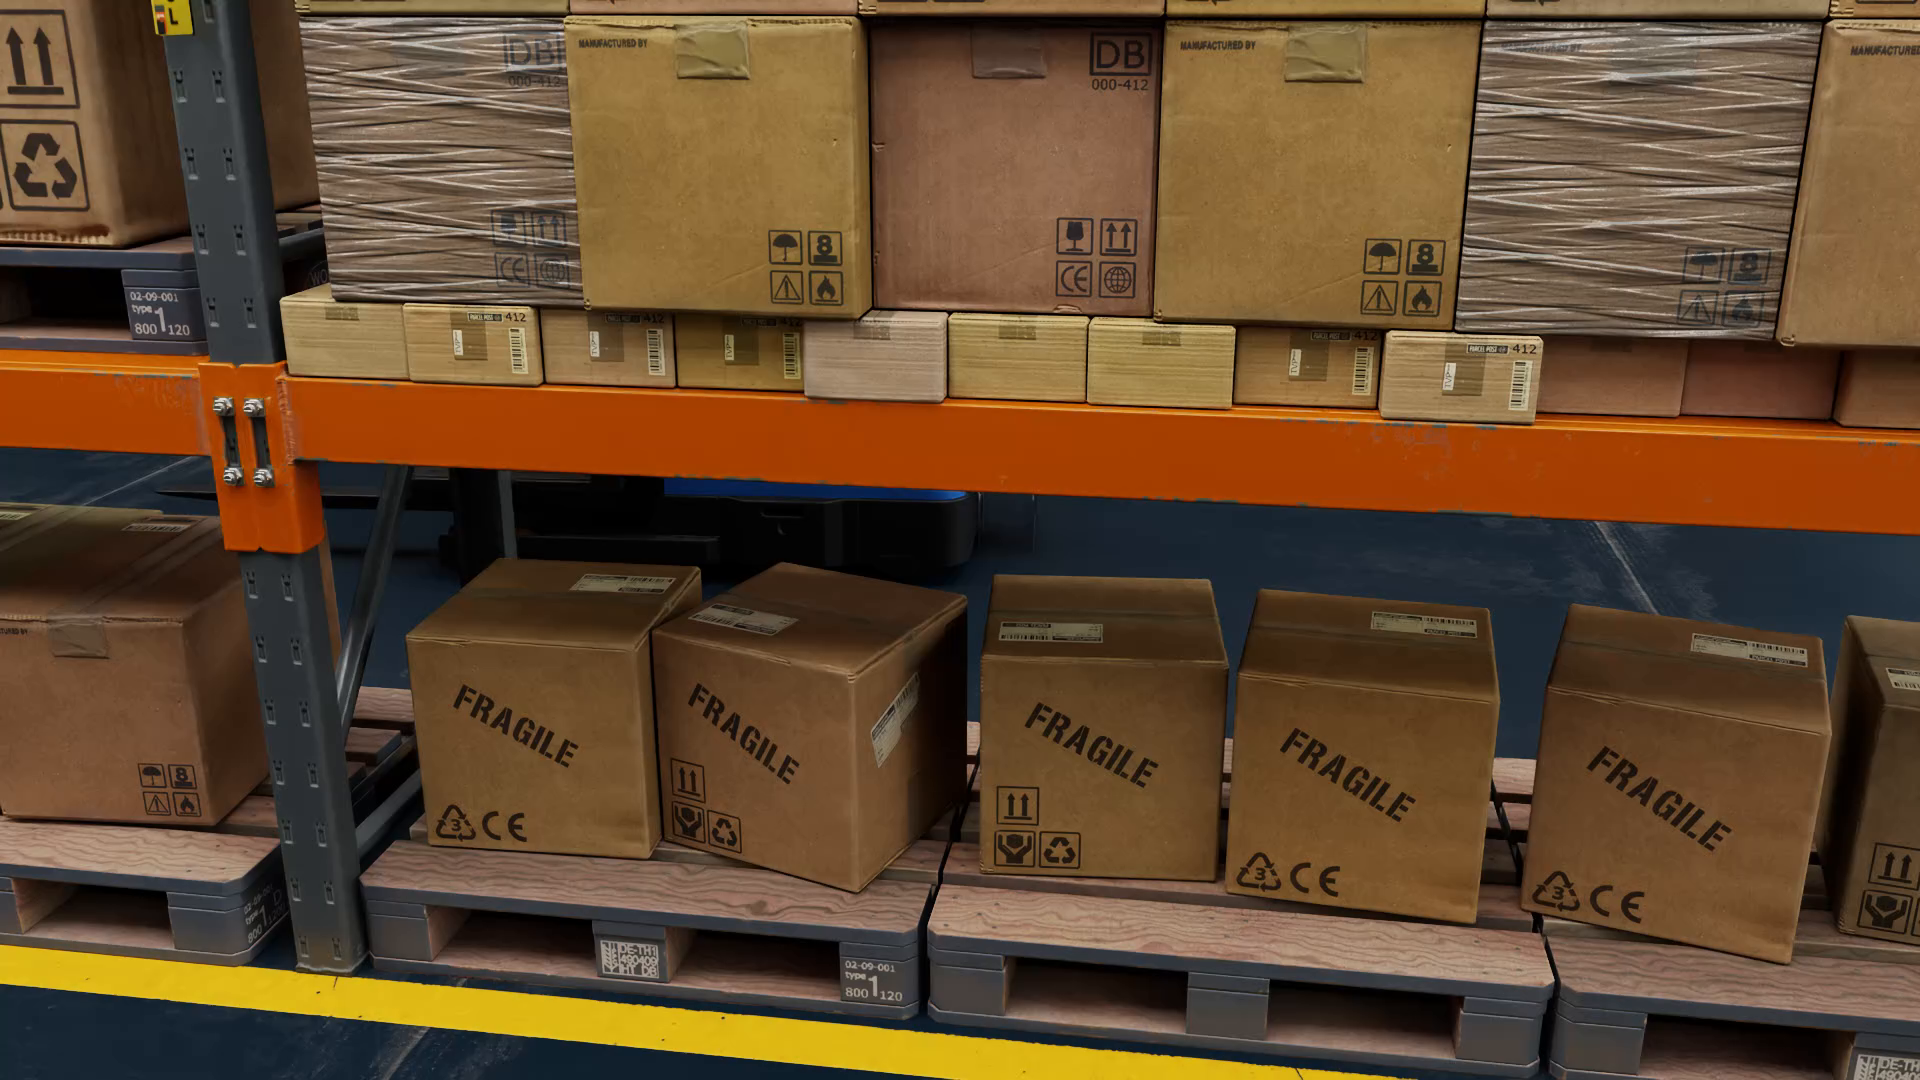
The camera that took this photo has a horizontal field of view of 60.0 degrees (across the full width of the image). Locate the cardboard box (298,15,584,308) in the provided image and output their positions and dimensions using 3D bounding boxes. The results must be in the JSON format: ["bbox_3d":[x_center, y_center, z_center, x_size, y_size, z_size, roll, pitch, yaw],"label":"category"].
[{"bbox_3d":[-0.839,-0.800,3.340,0.500,0.500,0.875,3,19,9],"label":"cardboard box"}]

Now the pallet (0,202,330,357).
[{"bbox_3d":[-2.005,-0.646,3.810,1.213,0.211,1.003,3,19,9],"label":"pallet"}]

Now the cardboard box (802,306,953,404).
[{"bbox_3d":[-0.124,-0.373,3.088,0.250,0.149,0.380,3,19,9],"label":"cardboard box"}]

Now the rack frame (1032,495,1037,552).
[{"bbox_3d":[0.281,-0.422,6.145,0.006,0.900,0.240,1,19,4],"label":"rack frame"}]

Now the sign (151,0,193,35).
[{"bbox_3d":[-1.358,-1.028,2.824,0.005,0.325,0.100,3,19,9],"label":"sign"}]

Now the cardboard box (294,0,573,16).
[{"bbox_3d":[-0.869,-1.214,3.001,0.500,0.500,0.500,3,19,9],"label":"cardboard box"}]

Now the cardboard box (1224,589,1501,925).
[{"bbox_3d":[0.852,0.441,3.536,0.500,0.500,0.500,5,19,14],"label":"cardboard box"}]

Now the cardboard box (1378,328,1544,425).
[{"bbox_3d":[0.864,-0.325,2.943,0.250,0.149,0.380,3,19,9],"label":"cardboard box"}]

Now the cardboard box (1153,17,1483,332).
[{"bbox_3d":[0.646,-0.732,3.137,0.500,0.500,0.875,3,19,9],"label":"cardboard box"}]

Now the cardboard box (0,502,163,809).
[{"bbox_3d":[-2.344,0.256,4.057,0.500,0.500,0.700,3,19,8],"label":"cardboard box"}]

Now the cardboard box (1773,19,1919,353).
[{"bbox_3d":[1.625,-0.664,2.935,0.500,0.500,0.875,3,19,9],"label":"cardboard box"}]

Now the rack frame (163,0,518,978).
[{"bbox_3d":[-1.273,-0.653,3.528,0.127,3.000,1.000,3,19,9],"label":"rack frame"}]

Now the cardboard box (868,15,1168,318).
[{"bbox_3d":[0.159,-0.770,3.251,0.500,0.500,0.875,3,19,9],"label":"cardboard box"}]

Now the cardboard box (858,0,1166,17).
[{"bbox_3d":[0.118,-1.164,2.851,0.500,0.500,0.500,3,19,9],"label":"cardboard box"}]

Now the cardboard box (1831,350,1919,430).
[{"bbox_3d":[1.616,-0.309,2.896,0.250,0.149,0.380,3,19,9],"label":"cardboard box"}]

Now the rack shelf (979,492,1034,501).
[{"bbox_3d":[0.180,-0.222,6.220,0.200,0.077,0.258,1,19,4],"label":"rack shelf"}]

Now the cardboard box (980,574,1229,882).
[{"bbox_3d":[0.308,0.399,3.662,0.500,0.500,0.500,1,19,4],"label":"cardboard box"}]

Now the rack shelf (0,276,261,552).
[{"bbox_3d":[-3.248,-0.413,3.943,4.000,0.370,1.077,3,19,9],"label":"rack shelf"}]

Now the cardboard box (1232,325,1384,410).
[{"bbox_3d":[0.629,-0.359,3.046,0.250,0.149,0.380,3,19,9],"label":"cardboard box"}]

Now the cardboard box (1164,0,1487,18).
[{"bbox_3d":[0.614,-1.142,2.786,0.500,0.500,0.500,3,19,9],"label":"cardboard box"}]

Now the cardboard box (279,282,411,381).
[{"bbox_3d":[-1.109,-0.429,3.254,0.250,0.149,0.380,3,19,9],"label":"cardboard box"}]

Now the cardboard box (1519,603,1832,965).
[{"bbox_3d":[1.467,0.478,3.424,0.500,0.500,0.500,8,20,23],"label":"cardboard box"}]

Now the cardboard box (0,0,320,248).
[{"bbox_3d":[-2.035,-1.221,3.617,1.000,1.000,1.000,3,19,9],"label":"cardboard box"}]

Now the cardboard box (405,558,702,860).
[{"bbox_3d":[-0.884,0.366,3.761,0.500,0.500,0.500,2,19,7],"label":"cardboard box"}]

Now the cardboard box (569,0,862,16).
[{"bbox_3d":[-0.375,-1.189,2.927,0.500,0.500,0.500,3,19,9],"label":"cardboard box"}]

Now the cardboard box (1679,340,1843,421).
[{"bbox_3d":[1.376,-0.335,2.972,0.250,0.149,0.380,3,19,9],"label":"cardboard box"}]

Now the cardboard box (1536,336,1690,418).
[{"bbox_3d":[1.125,-0.340,2.989,0.250,0.149,0.380,3,19,9],"label":"cardboard box"}]

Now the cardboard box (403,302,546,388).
[{"bbox_3d":[-0.864,-0.412,3.204,0.250,0.149,0.380,3,19,9],"label":"cardboard box"}]

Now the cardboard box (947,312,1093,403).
[{"bbox_3d":[0.130,-0.374,3.089,0.250,0.149,0.380,3,19,9],"label":"cardboard box"}]

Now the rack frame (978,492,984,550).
[{"bbox_3d":[0.078,-0.427,6.160,0.006,0.900,0.240,1,19,4],"label":"rack frame"}]

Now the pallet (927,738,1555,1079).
[{"bbox_3d":[0.604,0.752,3.722,1.213,0.211,1.003,3,19,9],"label":"pallet"}]

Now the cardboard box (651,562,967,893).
[{"bbox_3d":[-0.318,0.392,3.682,0.500,0.500,0.500,9,21,26],"label":"cardboard box"}]

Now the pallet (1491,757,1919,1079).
[{"bbox_3d":[1.805,0.815,3.536,1.213,0.211,1.003,3,19,9],"label":"pallet"}]

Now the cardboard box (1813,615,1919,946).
[{"bbox_3d":[2.062,0.498,3.366,0.500,0.500,0.500,7,20,19],"label":"cardboard box"}]

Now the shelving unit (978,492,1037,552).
[{"bbox_3d":[0.180,-0.424,6.153,0.210,0.900,0.258,1,19,4],"label":"shelving unit"}]

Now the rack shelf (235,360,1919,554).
[{"bbox_3d":[0.702,-0.211,3.342,4.000,0.370,1.077,3,19,9],"label":"rack shelf"}]

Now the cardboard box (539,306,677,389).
[{"bbox_3d":[-0.613,-0.409,3.193,0.250,0.149,0.380,3,19,9],"label":"cardboard box"}]

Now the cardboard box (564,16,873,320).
[{"bbox_3d":[-0.351,-0.764,3.231,0.500,0.500,0.875,3,19,9],"label":"cardboard box"}]

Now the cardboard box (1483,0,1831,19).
[{"bbox_3d":[1.106,-1.114,2.704,0.500,0.500,0.500,3,19,9],"label":"cardboard box"}]

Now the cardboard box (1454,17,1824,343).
[{"bbox_3d":[1.138,-0.703,3.050,0.500,0.500,0.875,3,19,9],"label":"cardboard box"}]

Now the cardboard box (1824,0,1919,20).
[{"bbox_3d":[1.599,-1.088,2.626,0.500,0.500,0.500,3,19,9],"label":"cardboard box"}]

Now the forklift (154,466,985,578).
[{"bbox_3d":[-1.442,-1.426,5.945,3.031,2.935,1.130,1,19,4],"label":"forklift"}]

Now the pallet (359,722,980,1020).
[{"bbox_3d":[-0.604,0.692,3.903,1.213,0.211,1.003,3,19,9],"label":"pallet"}]

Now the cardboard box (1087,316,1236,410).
[{"bbox_3d":[0.375,-0.358,3.041,0.250,0.149,0.380,3,19,9],"label":"cardboard box"}]

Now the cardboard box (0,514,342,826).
[{"bbox_3d":[-1.876,0.286,3.968,0.500,0.500,0.700,1,19,4],"label":"cardboard box"}]

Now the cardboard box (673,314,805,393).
[{"bbox_3d":[-0.364,-0.399,3.164,0.250,0.149,0.380,3,19,9],"label":"cardboard box"}]

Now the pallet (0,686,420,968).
[{"bbox_3d":[-2.042,0.630,4.086,1.213,0.211,1.003,3,19,9],"label":"pallet"}]
